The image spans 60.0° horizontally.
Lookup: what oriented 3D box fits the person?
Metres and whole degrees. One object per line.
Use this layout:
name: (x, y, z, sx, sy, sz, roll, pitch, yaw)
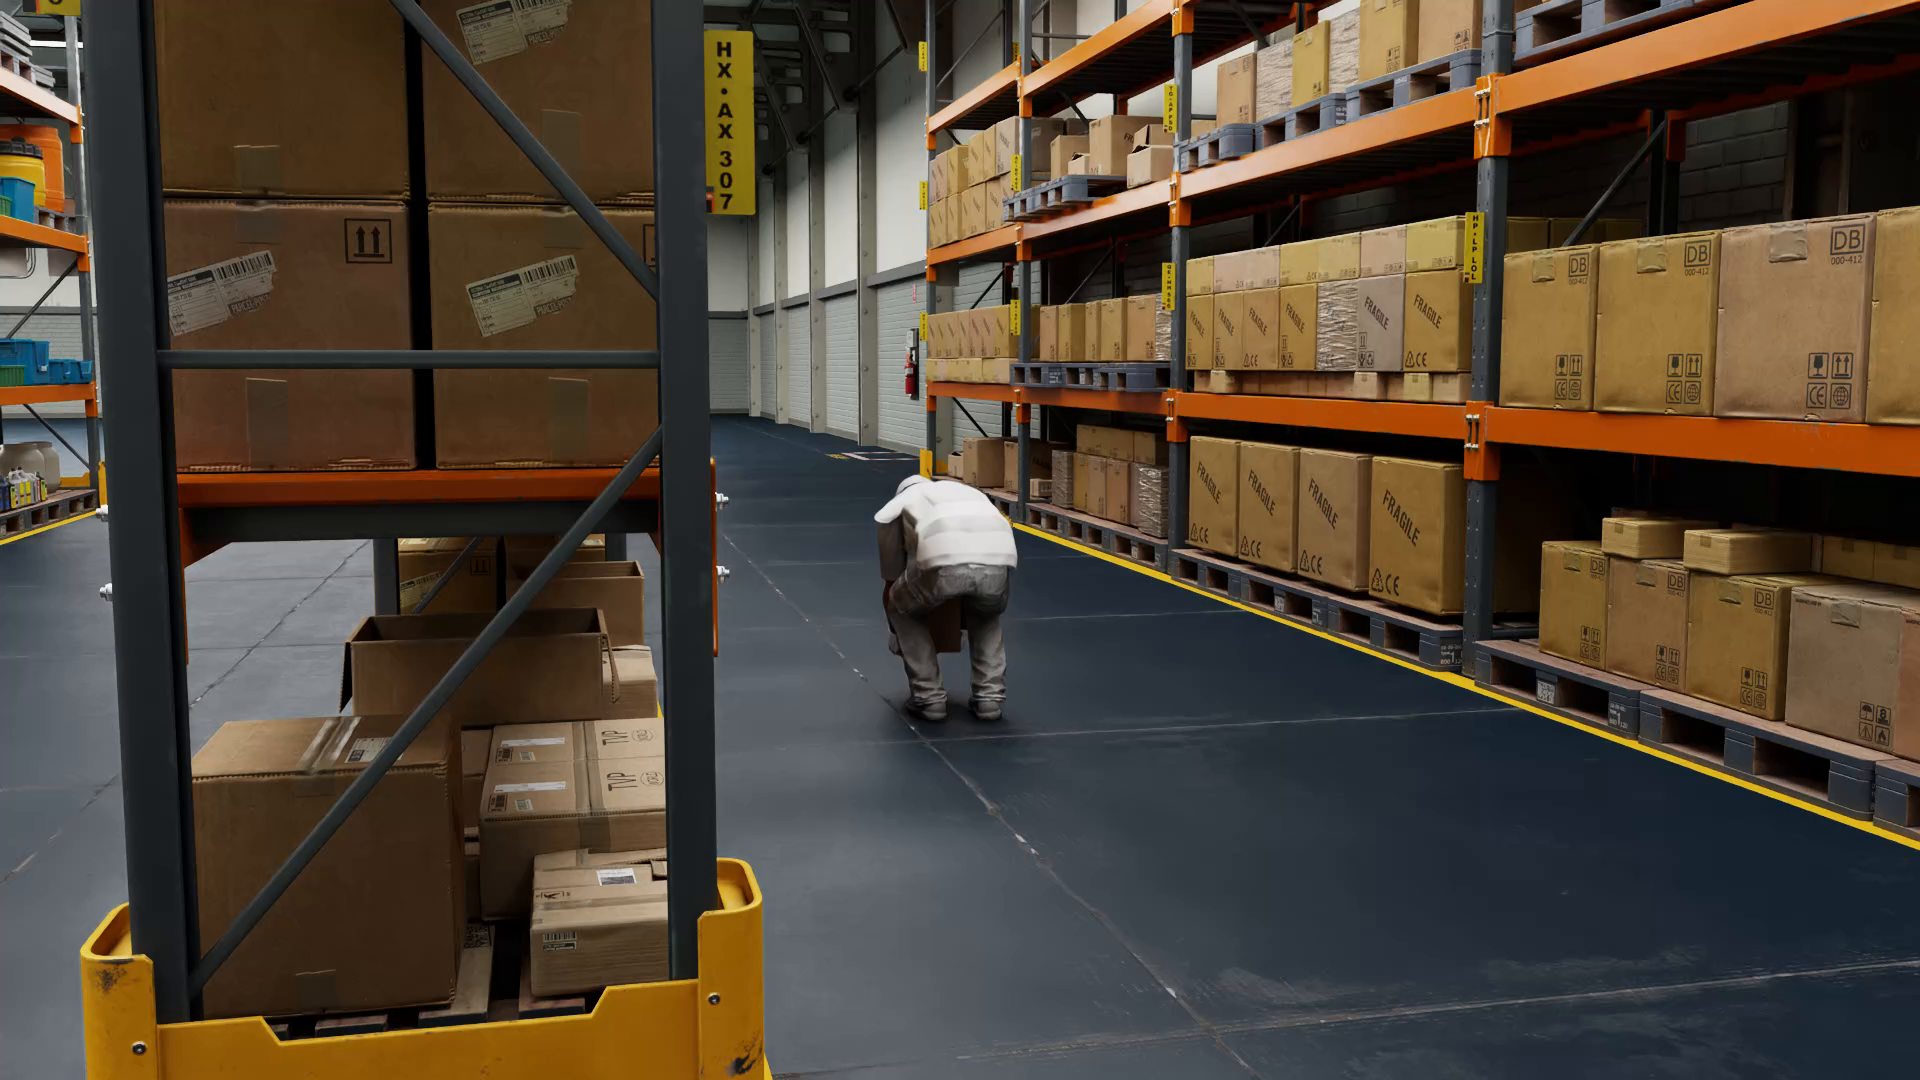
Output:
person: (-0.081, 0.241, 7.241, 0.548, 1.002, 0.972, -2, 6, -16)
